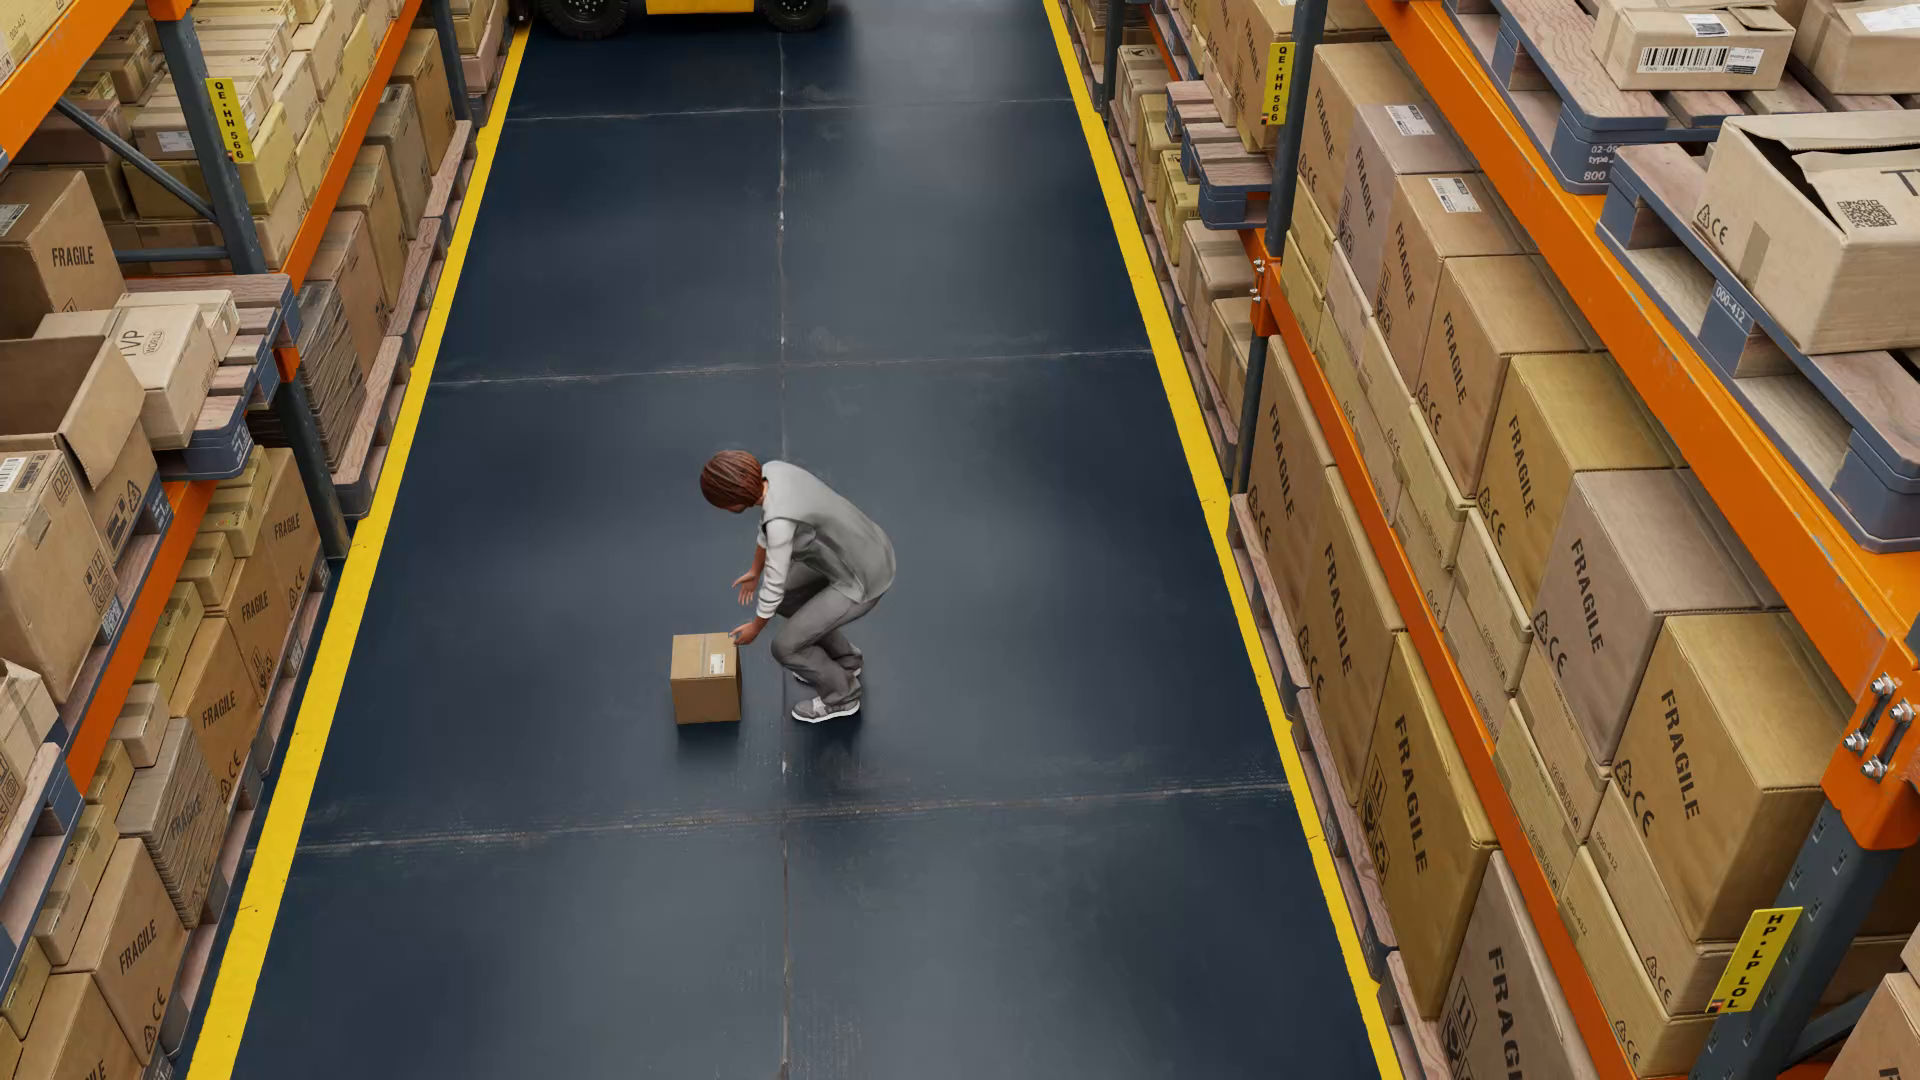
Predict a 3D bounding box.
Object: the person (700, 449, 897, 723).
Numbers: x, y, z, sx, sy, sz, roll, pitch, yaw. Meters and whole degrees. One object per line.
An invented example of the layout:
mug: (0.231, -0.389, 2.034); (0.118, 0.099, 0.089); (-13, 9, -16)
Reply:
person: (-0.578, 0.172, 6.250); (0.688, 1.228, 0.462); (-3, 40, -4)
